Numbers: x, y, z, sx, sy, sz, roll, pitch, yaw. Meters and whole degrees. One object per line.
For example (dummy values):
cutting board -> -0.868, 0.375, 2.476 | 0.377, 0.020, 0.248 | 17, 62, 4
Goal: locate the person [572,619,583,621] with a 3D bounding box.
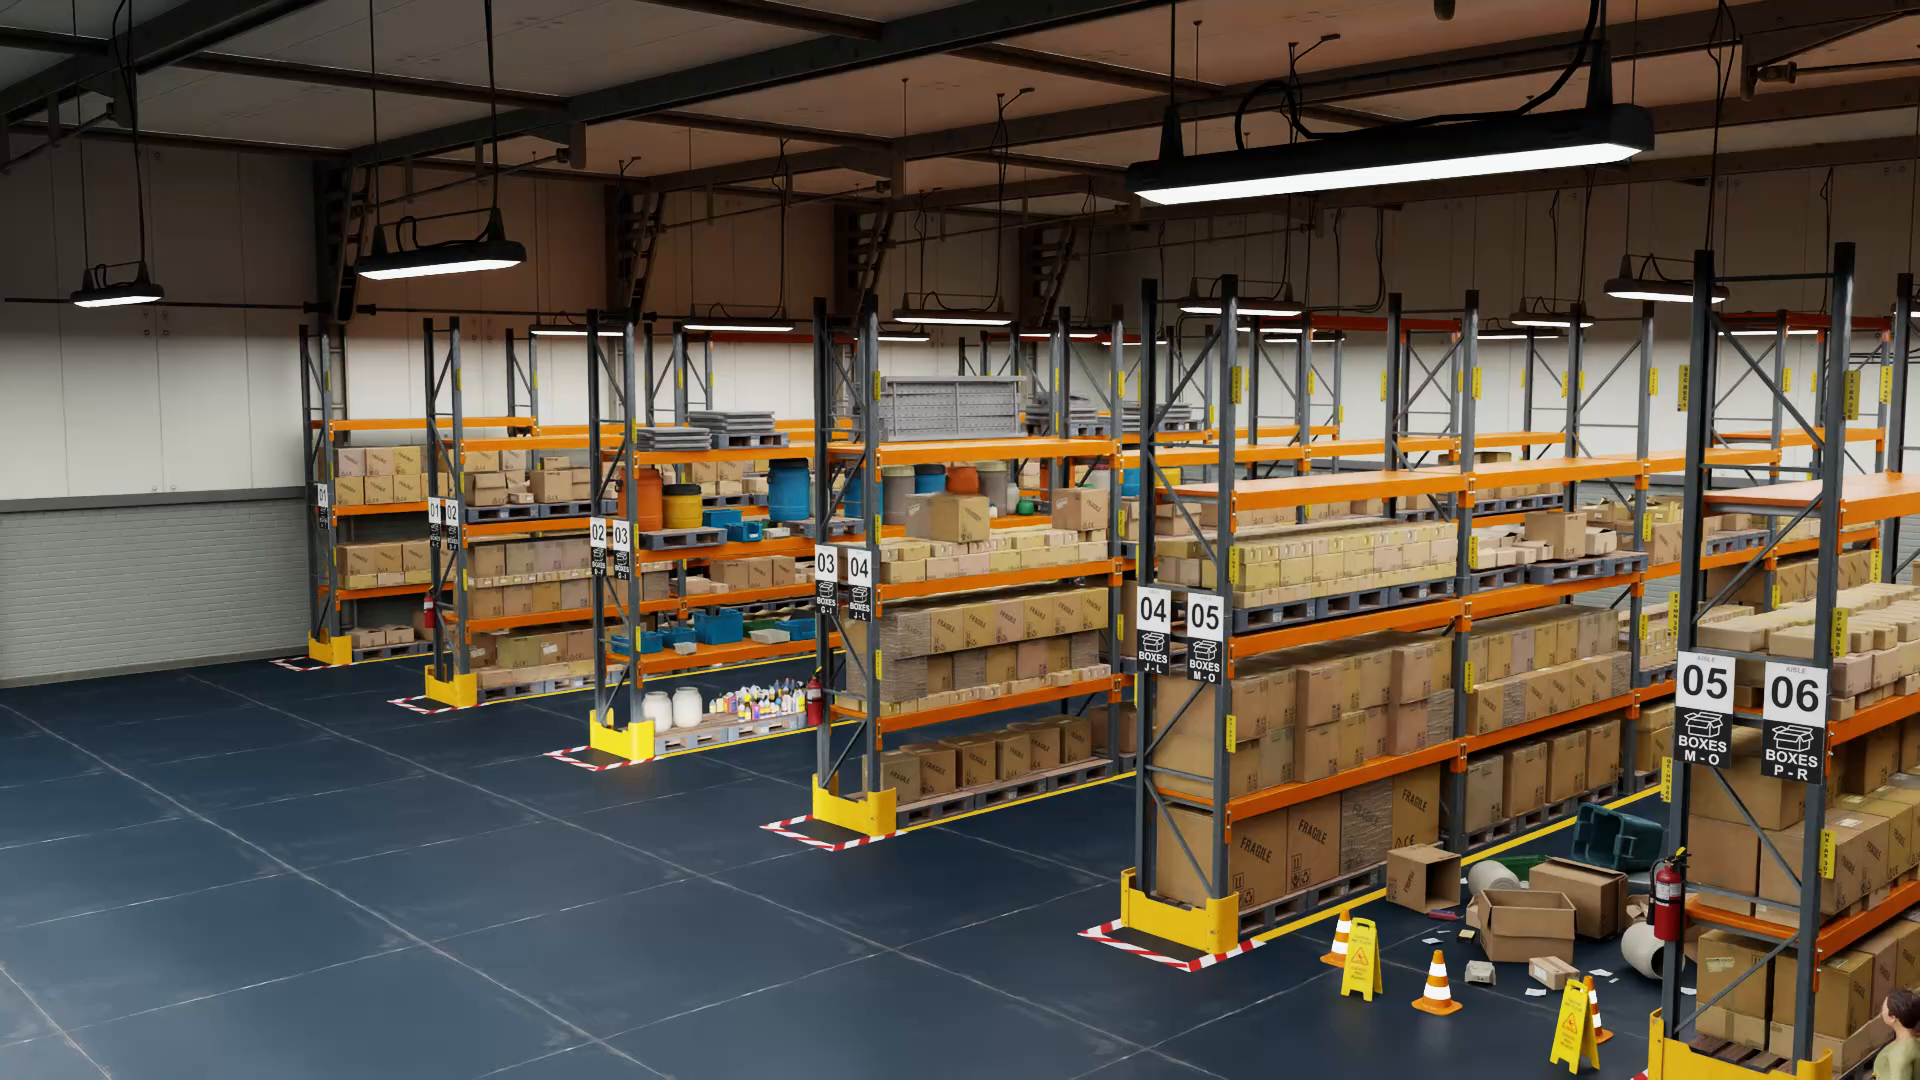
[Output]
person -> -6.808, 1.313, 29.376 | 0.589, 1.790, 0.736 | 5, 7, 39

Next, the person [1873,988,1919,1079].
person -> 5.454, 3.378, 9.462 | 0.456, 1.655, 0.683 | -4, 7, -36
